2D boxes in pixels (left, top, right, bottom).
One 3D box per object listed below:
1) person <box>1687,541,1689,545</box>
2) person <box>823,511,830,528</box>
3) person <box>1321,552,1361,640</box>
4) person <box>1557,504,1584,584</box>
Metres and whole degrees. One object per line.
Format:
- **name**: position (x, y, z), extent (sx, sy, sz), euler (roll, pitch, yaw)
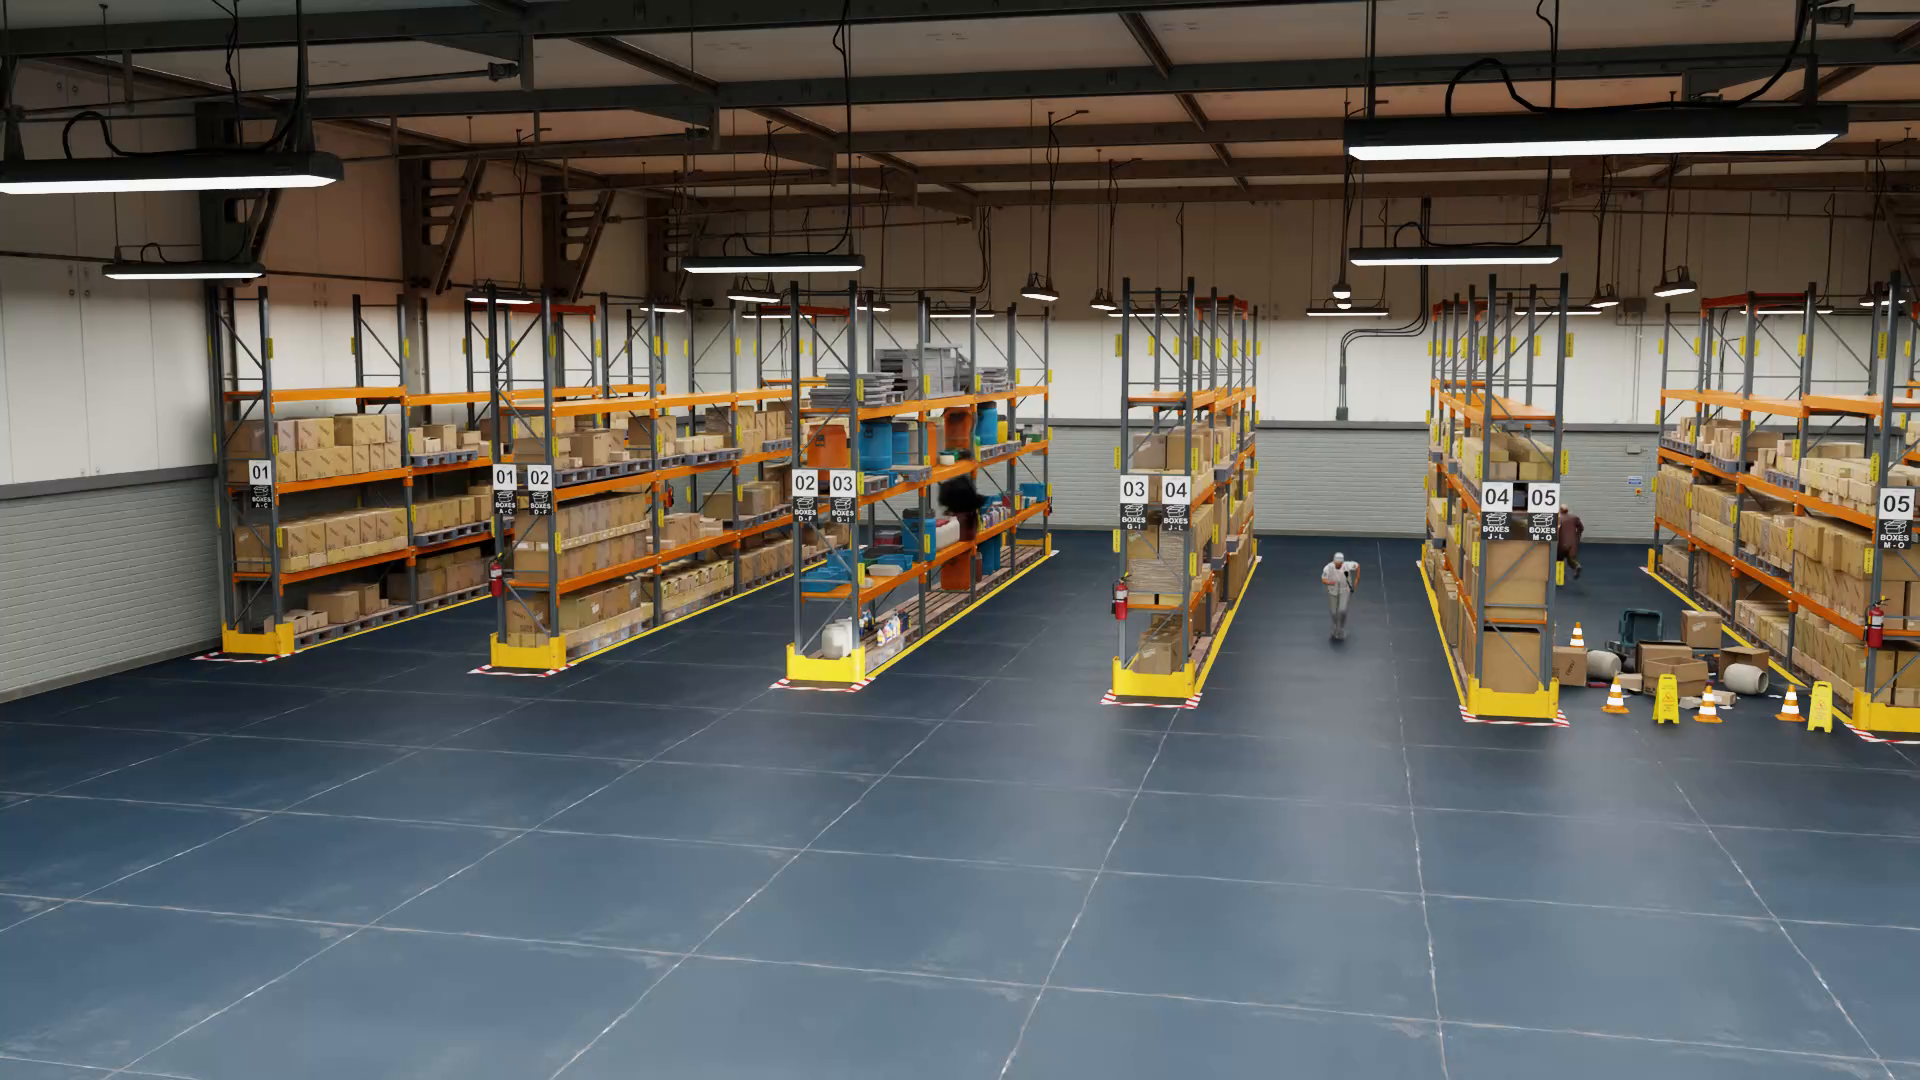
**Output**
- **person**: position (16.940, -0.235, 37.990), extent (0.790, 1.758, 0.658), euler (2, 7, 15)
- **person**: position (-3.278, -0.845, 43.727), extent (0.881, 1.809, 0.640), euler (5, 8, 36)
- **person**: position (6.580, 0.963, 28.746), extent (0.642, 1.578, 0.961), euler (2, 7, 16)
- **person**: position (12.805, 0.135, 35.067), extent (0.715, 1.776, 0.971), euler (-1, 7, -5)
